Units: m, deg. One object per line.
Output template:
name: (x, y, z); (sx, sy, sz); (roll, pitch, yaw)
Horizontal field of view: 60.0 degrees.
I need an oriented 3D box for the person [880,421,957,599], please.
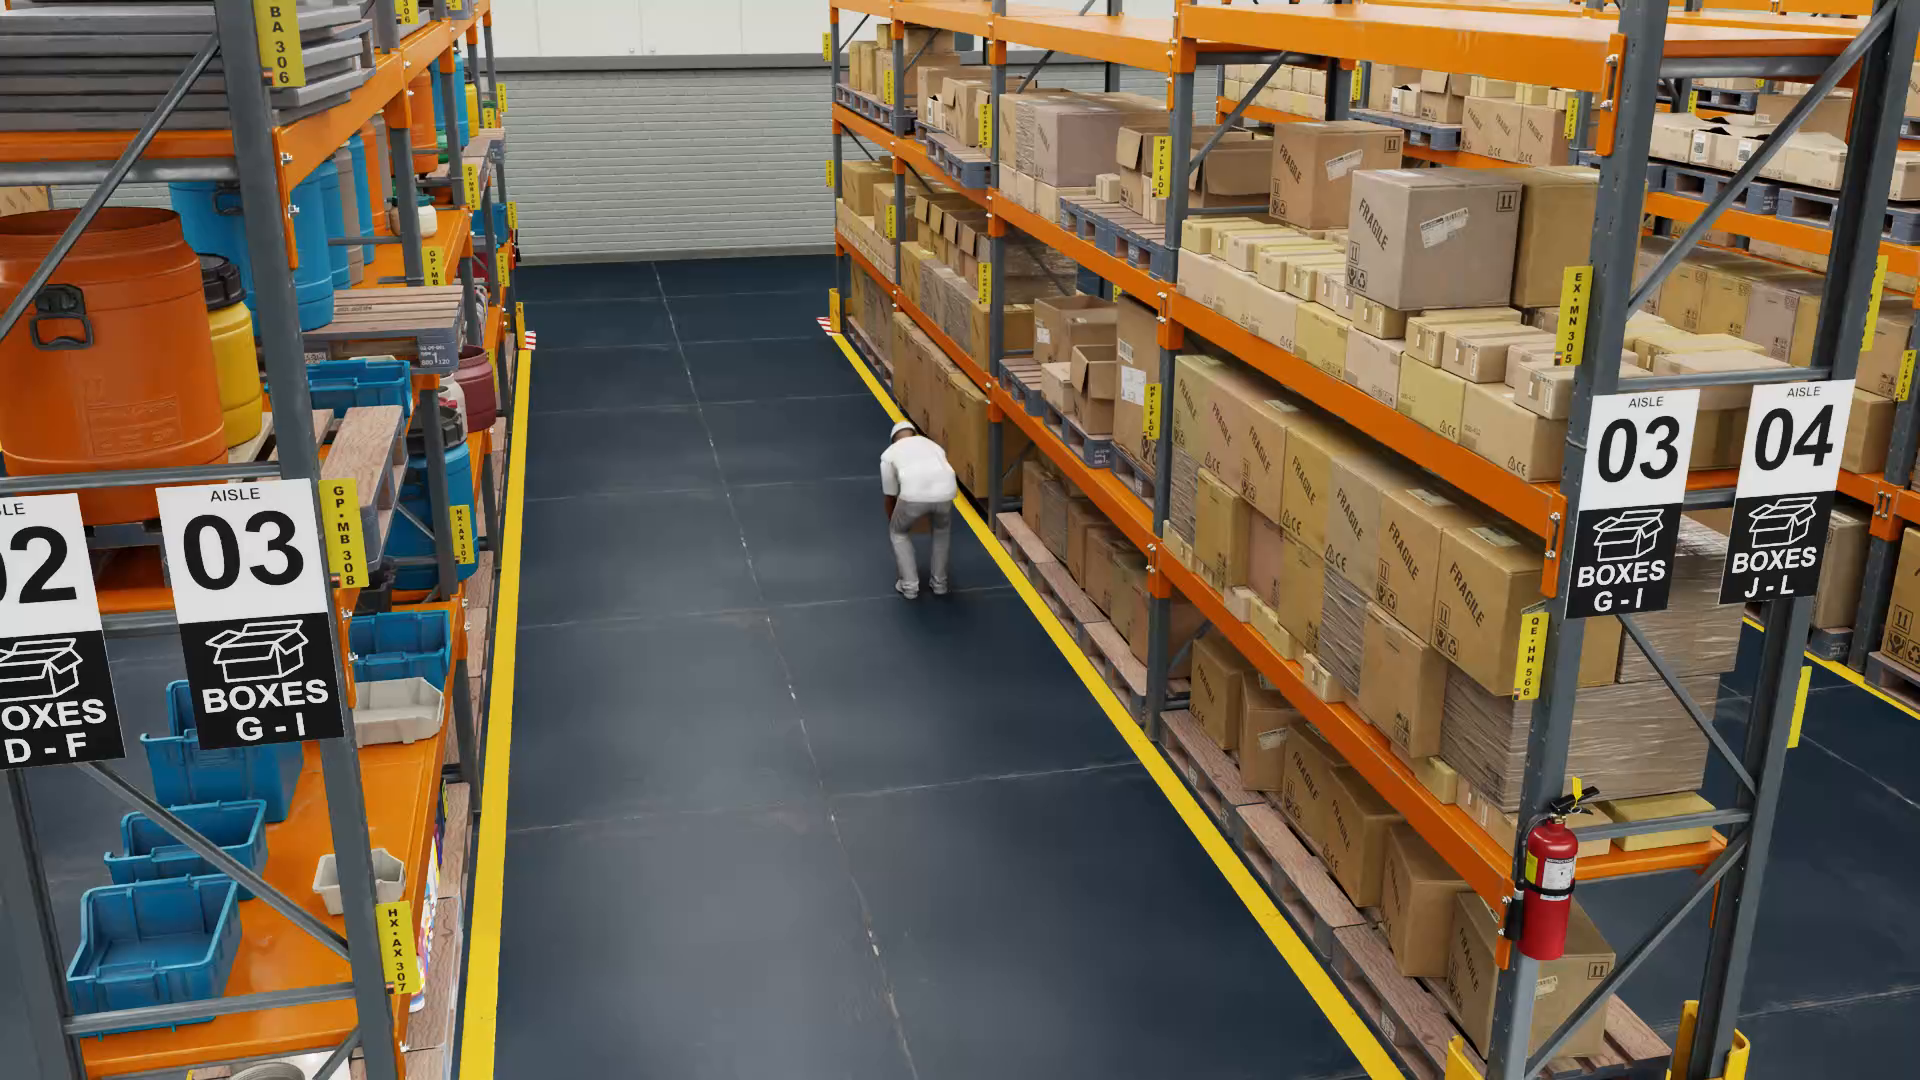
person: (-0.331, -0.231, 12.549); (0.501, 1.187, 0.954); (-5, 20, -15)
